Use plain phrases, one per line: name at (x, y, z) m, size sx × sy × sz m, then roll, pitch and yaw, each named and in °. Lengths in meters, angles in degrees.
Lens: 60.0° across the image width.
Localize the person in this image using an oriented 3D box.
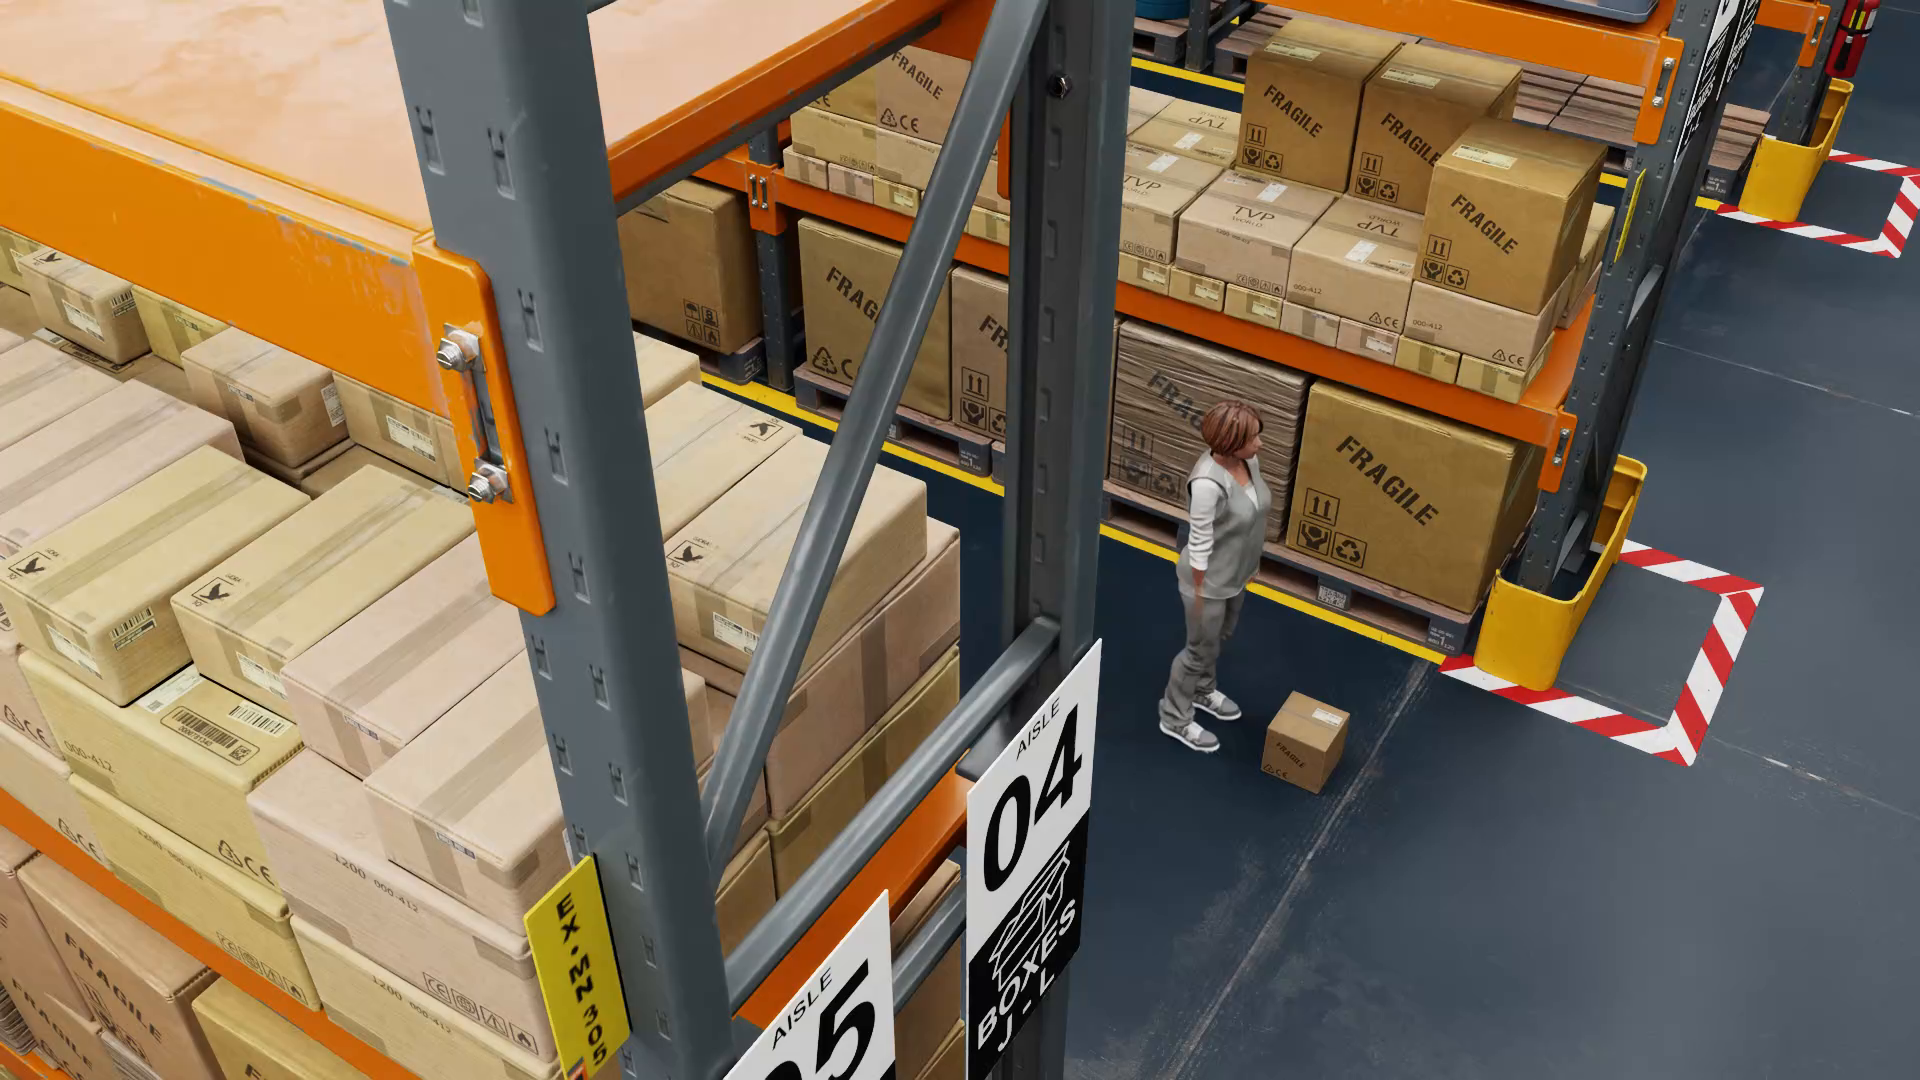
person at (1.012, 0.130, 6.501) m, size 0.302 × 1.601 × 0.406 m, roll 23°, pitch 44°, yaw 26°
